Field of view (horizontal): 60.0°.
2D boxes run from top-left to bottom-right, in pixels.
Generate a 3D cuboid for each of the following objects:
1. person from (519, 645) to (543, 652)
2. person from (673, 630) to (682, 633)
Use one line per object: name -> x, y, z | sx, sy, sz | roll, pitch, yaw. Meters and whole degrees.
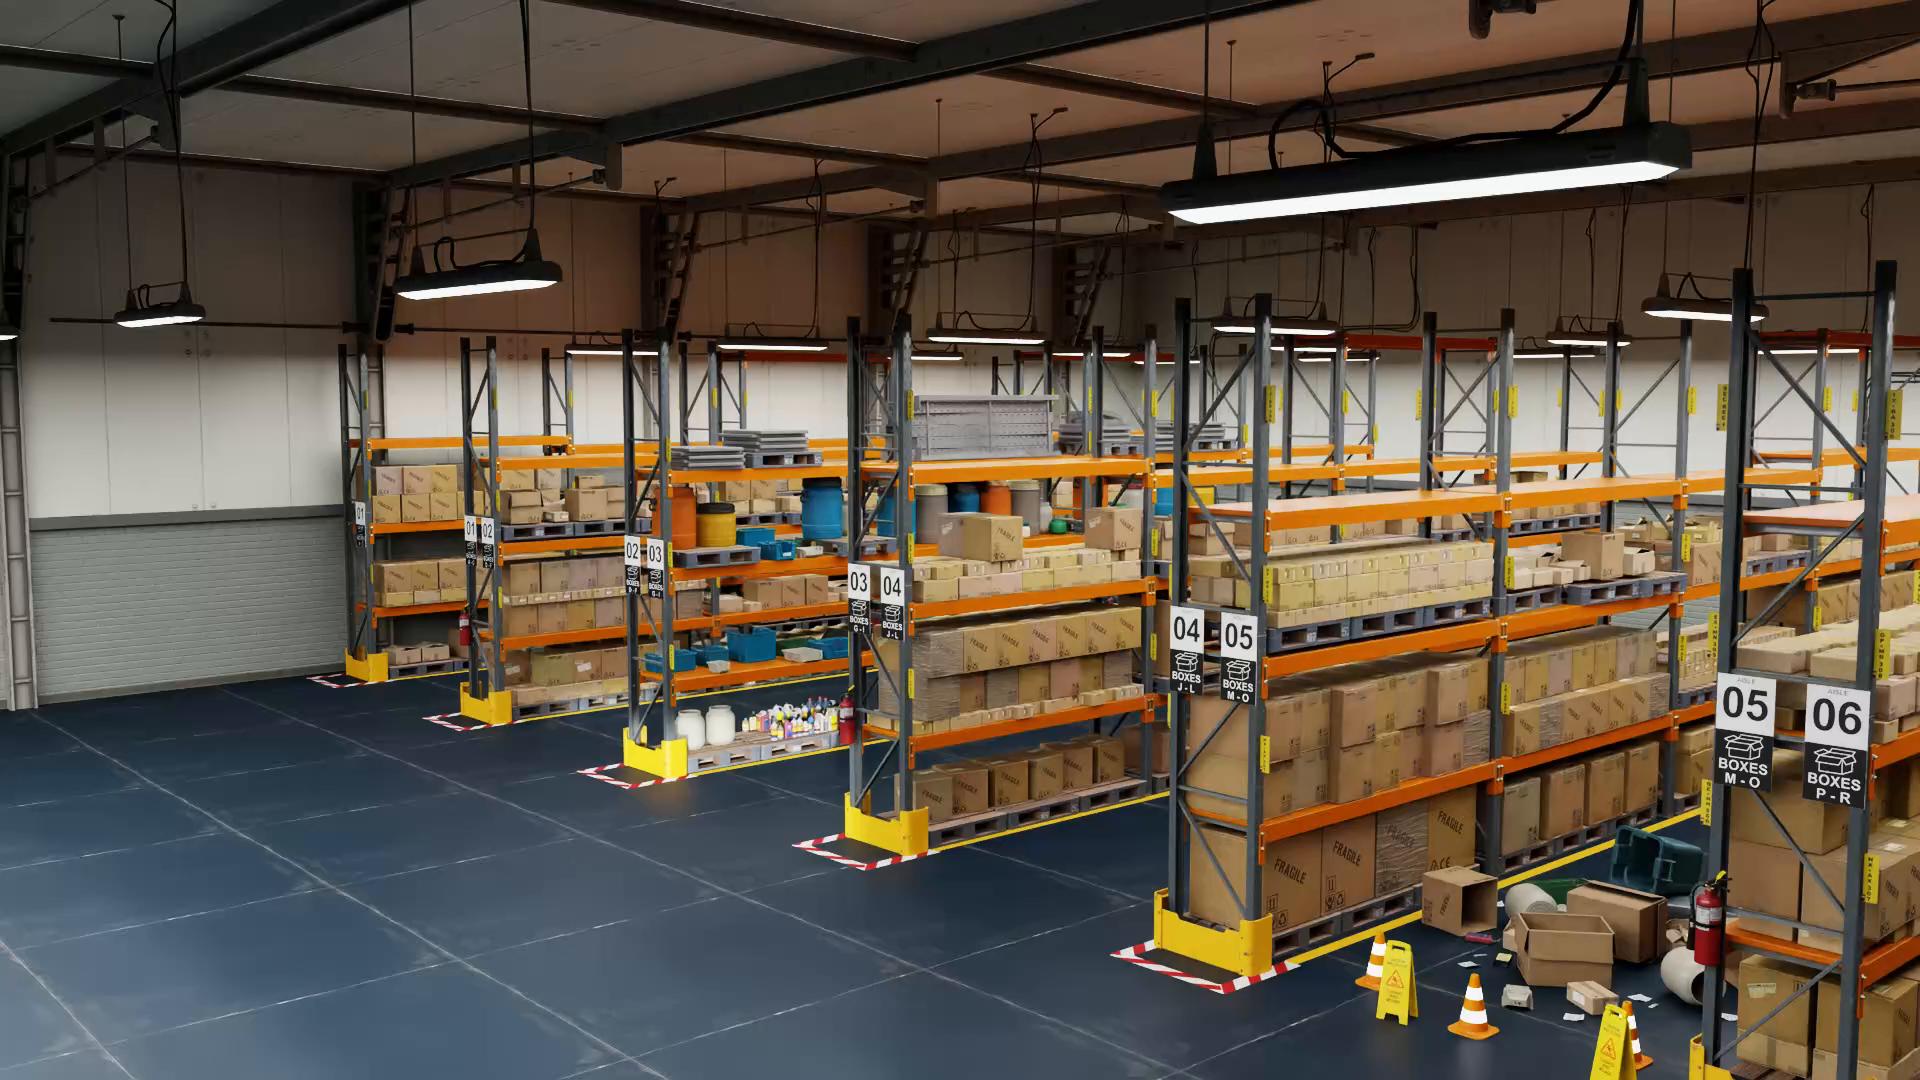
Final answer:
person -> -7.387, 1.741, 28.660 | 0.578, 1.647, 0.993 | 3, 6, 26
person -> -5.265, 1.599, 30.779 | 0.596, 1.629, 0.656 | 3, 6, 34
